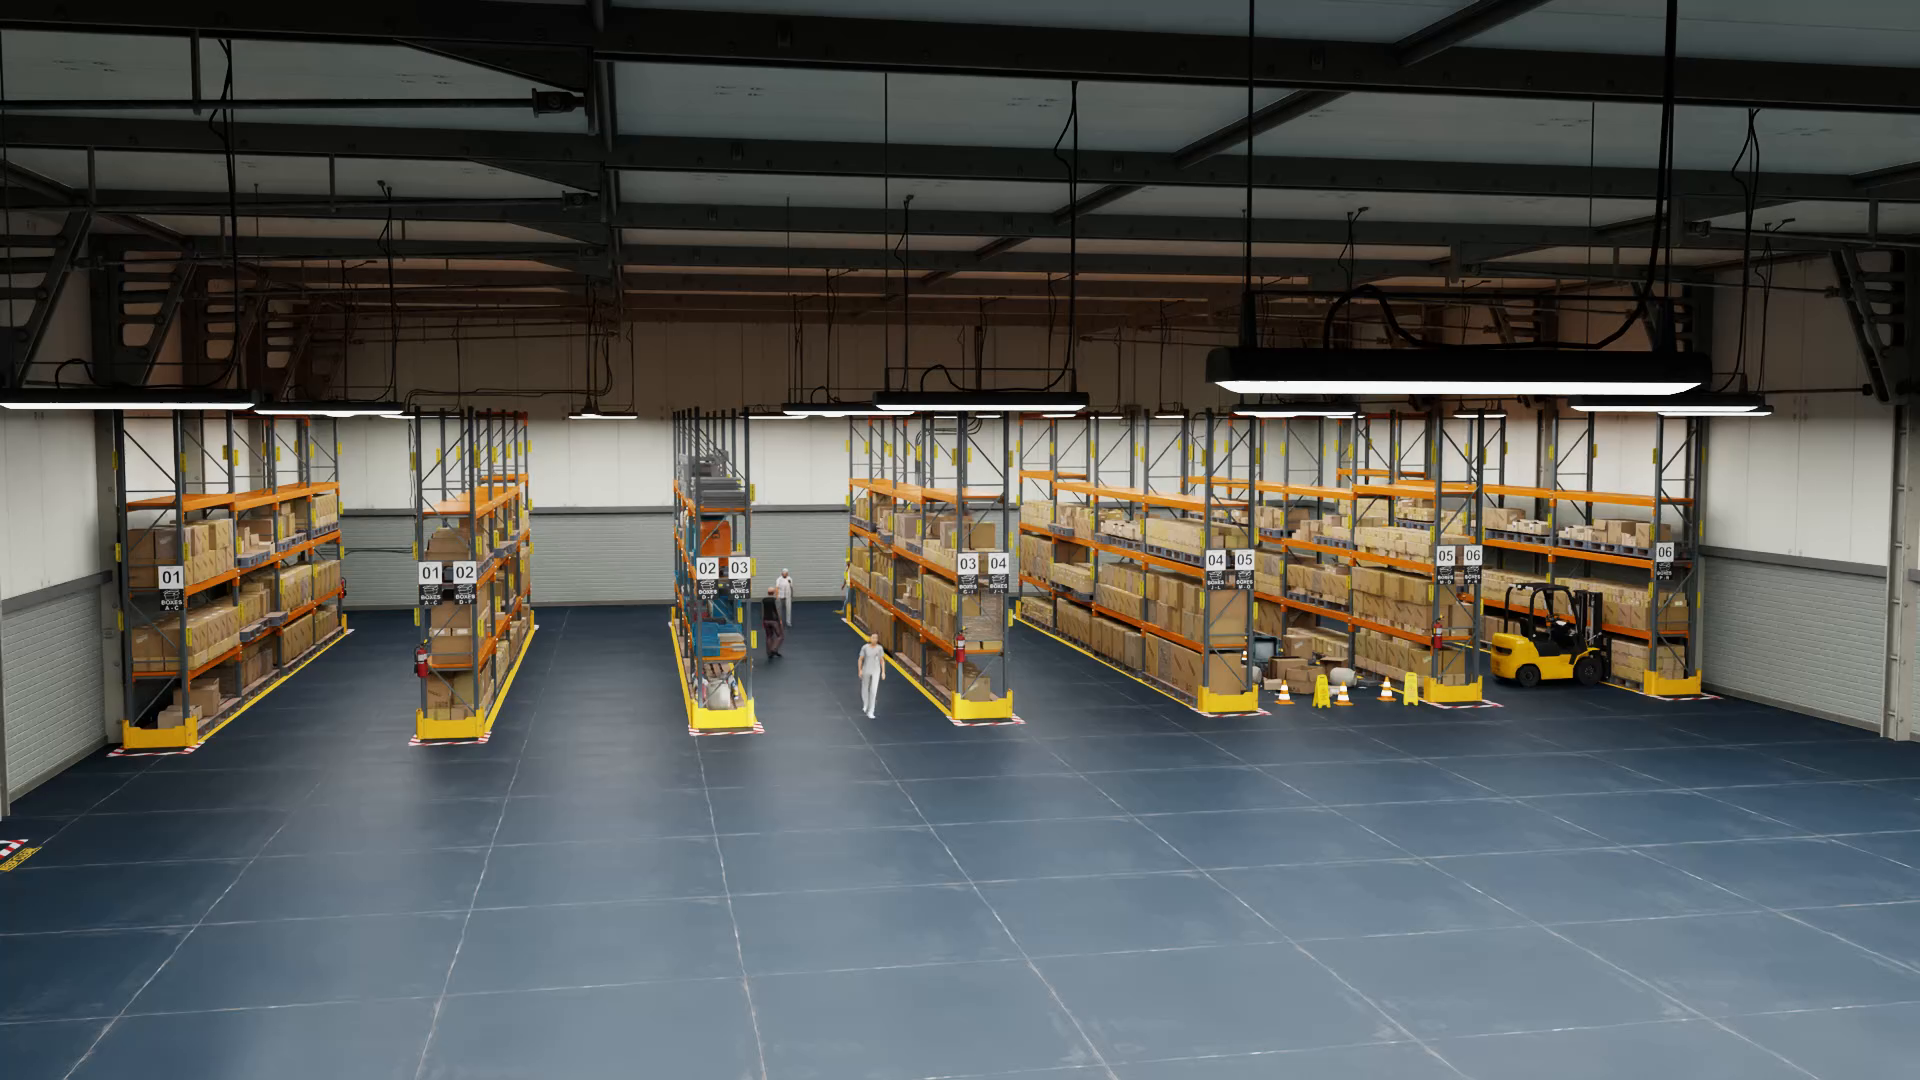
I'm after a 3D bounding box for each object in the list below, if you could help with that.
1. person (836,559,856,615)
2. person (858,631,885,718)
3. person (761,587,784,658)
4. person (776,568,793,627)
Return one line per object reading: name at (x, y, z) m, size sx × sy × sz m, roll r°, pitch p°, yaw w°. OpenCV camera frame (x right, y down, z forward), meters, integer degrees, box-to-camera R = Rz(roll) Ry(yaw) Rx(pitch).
person at (-3.291, 1.351, 49.283) m, size 0.924 × 1.736 × 0.584 m, roll -2°, pitch 5°, yaw -26°
person at (-1.721, 2.599, 32.467) m, size 0.531 × 1.644 × 0.834 m, roll -1°, pitch 4°, yaw -9°
person at (-4.570, 2.005, 40.287) m, size 0.565 × 1.723 × 0.486 m, roll 2°, pitch 4°, yaw 24°
person at (-4.921, 1.588, 46.610) m, size 0.491 × 1.603 × 1.043 m, roll -1°, pitch 4°, yaw -12°
